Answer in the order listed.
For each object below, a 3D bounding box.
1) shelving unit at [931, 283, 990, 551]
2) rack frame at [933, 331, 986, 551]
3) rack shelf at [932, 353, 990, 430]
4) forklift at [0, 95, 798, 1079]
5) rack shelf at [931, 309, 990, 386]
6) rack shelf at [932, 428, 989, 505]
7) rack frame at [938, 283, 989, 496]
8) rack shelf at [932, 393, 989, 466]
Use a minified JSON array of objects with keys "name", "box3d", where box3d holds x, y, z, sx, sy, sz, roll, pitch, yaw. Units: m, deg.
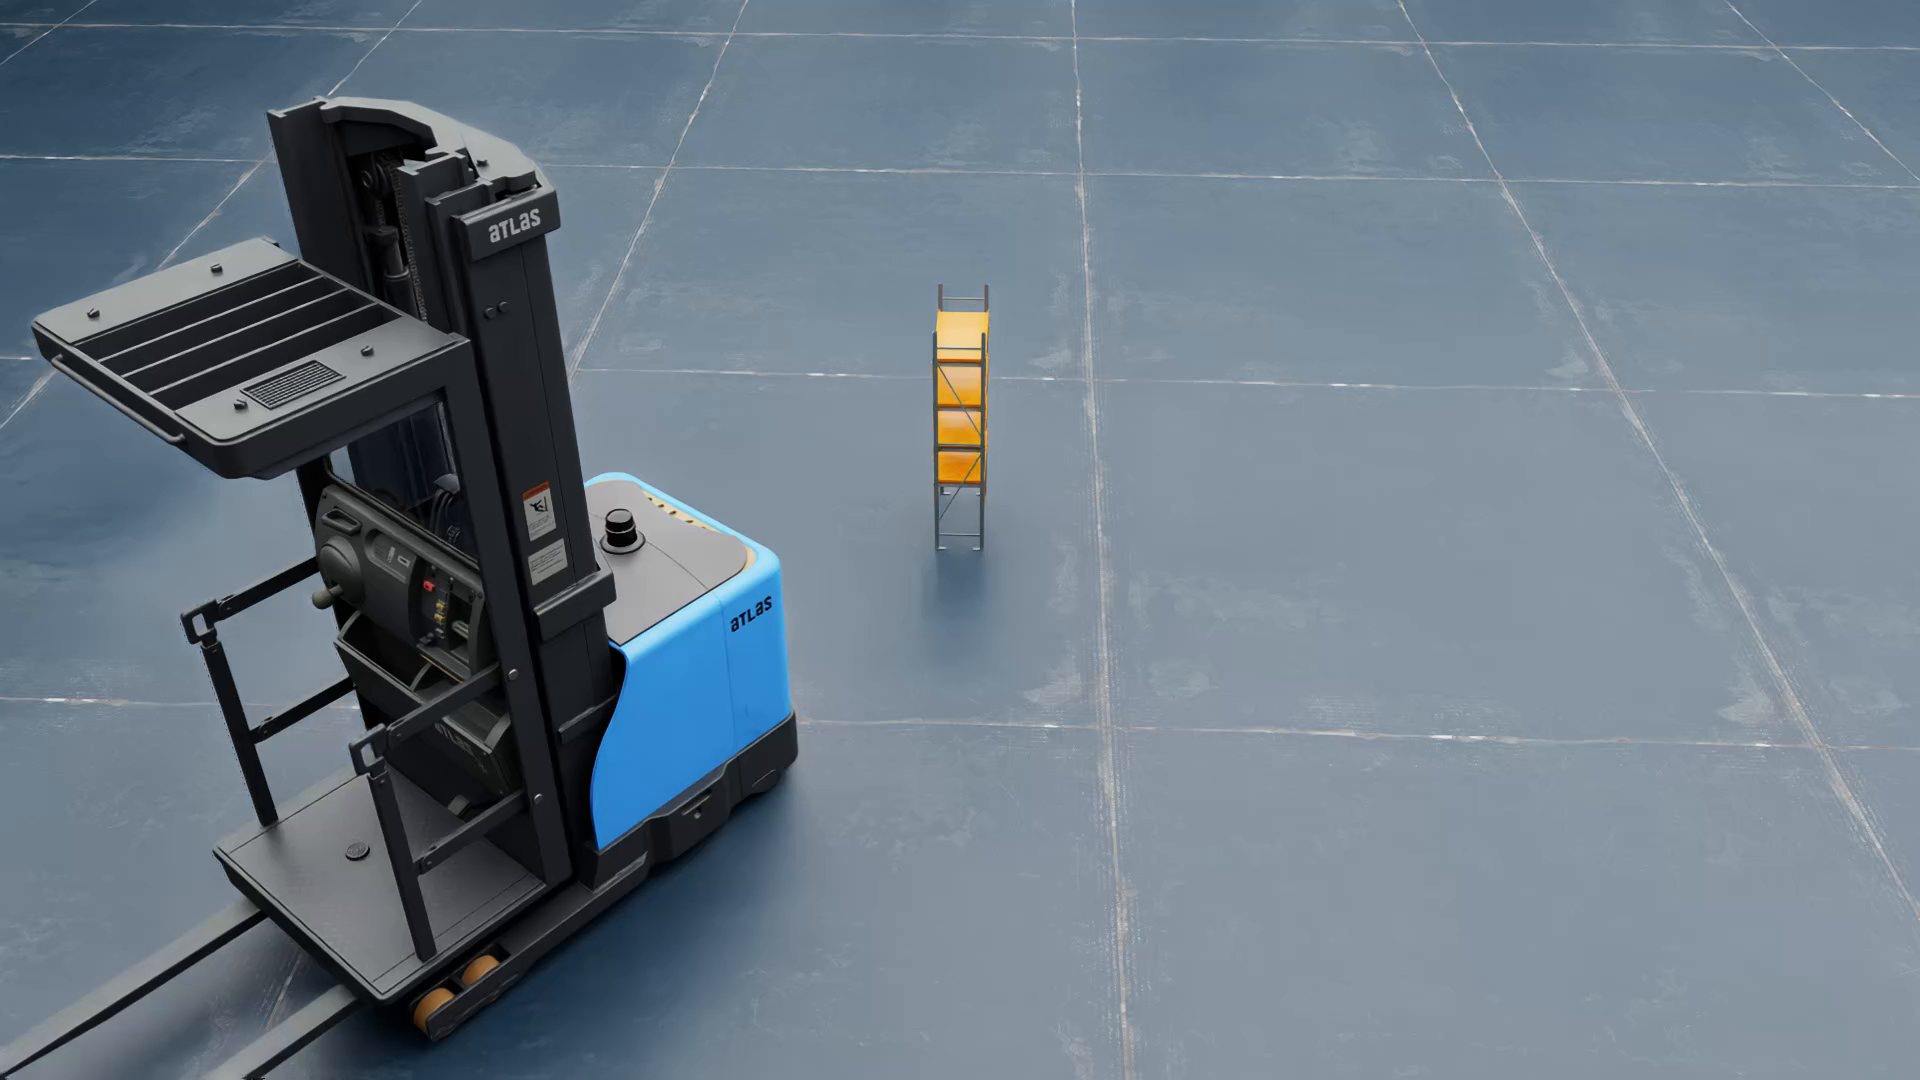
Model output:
[{"name":"shelving unit","box3d":[0.007,-0.586,8.040,0.258,1.200,0.503,1,35,2]},{"name":"rack frame","box3d":[-0.003,-0.446,7.841,0.240,1.200,0.015,1,35,2]},{"name":"rack shelf","box3d":[0.007,-0.714,7.950,0.258,0.148,0.480,1,35,2]},{"name":"forklift","box3d":[-2.006,0.202,5.414,1.130,2.935,3.031,26,43,32]},{"name":"rack shelf","box3d":[0.007,-0.908,7.814,0.258,0.148,0.480,1,35,2]},{"name":"rack shelf","box3d":[0.007,-0.369,8.193,0.258,0.148,0.480,1,35,2]},{"name":"rack frame","box3d":[0.016,-0.726,8.240,0.240,1.200,0.015,1,35,2]},{"name":"rack shelf","box3d":[0.007,-0.531,8.079,0.258,0.148,0.480,1,35,2]}]
